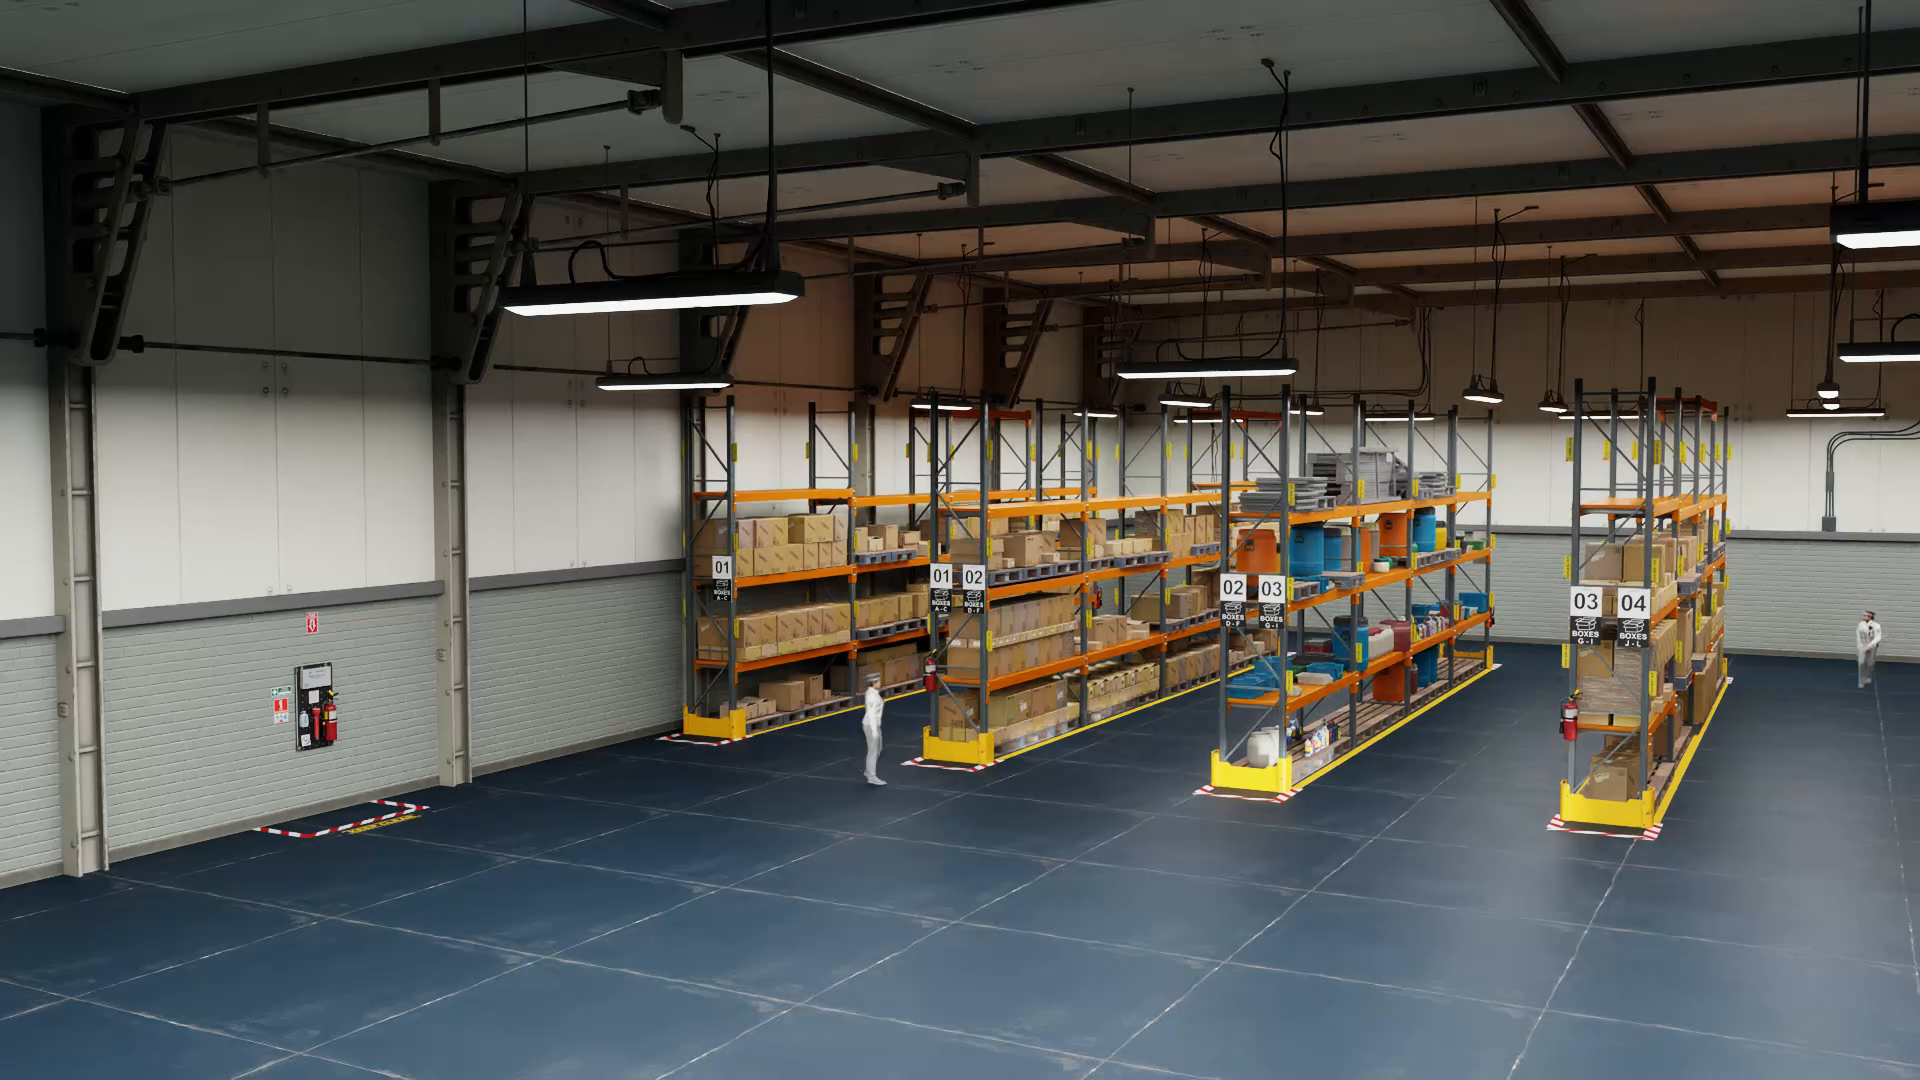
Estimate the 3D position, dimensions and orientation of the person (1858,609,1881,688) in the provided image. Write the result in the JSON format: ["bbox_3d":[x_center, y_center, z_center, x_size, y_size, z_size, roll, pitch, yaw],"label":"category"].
[{"bbox_3d":[19.480,2.323,35.630,0.435,1.691,0.908,2,3,30],"label":"person"}]

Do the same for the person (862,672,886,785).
[{"bbox_3d":[-1.309,2.872,25.210,0.358,1.745,0.576,0,3,-3],"label":"person"}]

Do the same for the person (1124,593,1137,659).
[{"bbox_3d":[4.210,2.079,40.345,0.474,1.589,0.952,1,3,23],"label":"person"}]
